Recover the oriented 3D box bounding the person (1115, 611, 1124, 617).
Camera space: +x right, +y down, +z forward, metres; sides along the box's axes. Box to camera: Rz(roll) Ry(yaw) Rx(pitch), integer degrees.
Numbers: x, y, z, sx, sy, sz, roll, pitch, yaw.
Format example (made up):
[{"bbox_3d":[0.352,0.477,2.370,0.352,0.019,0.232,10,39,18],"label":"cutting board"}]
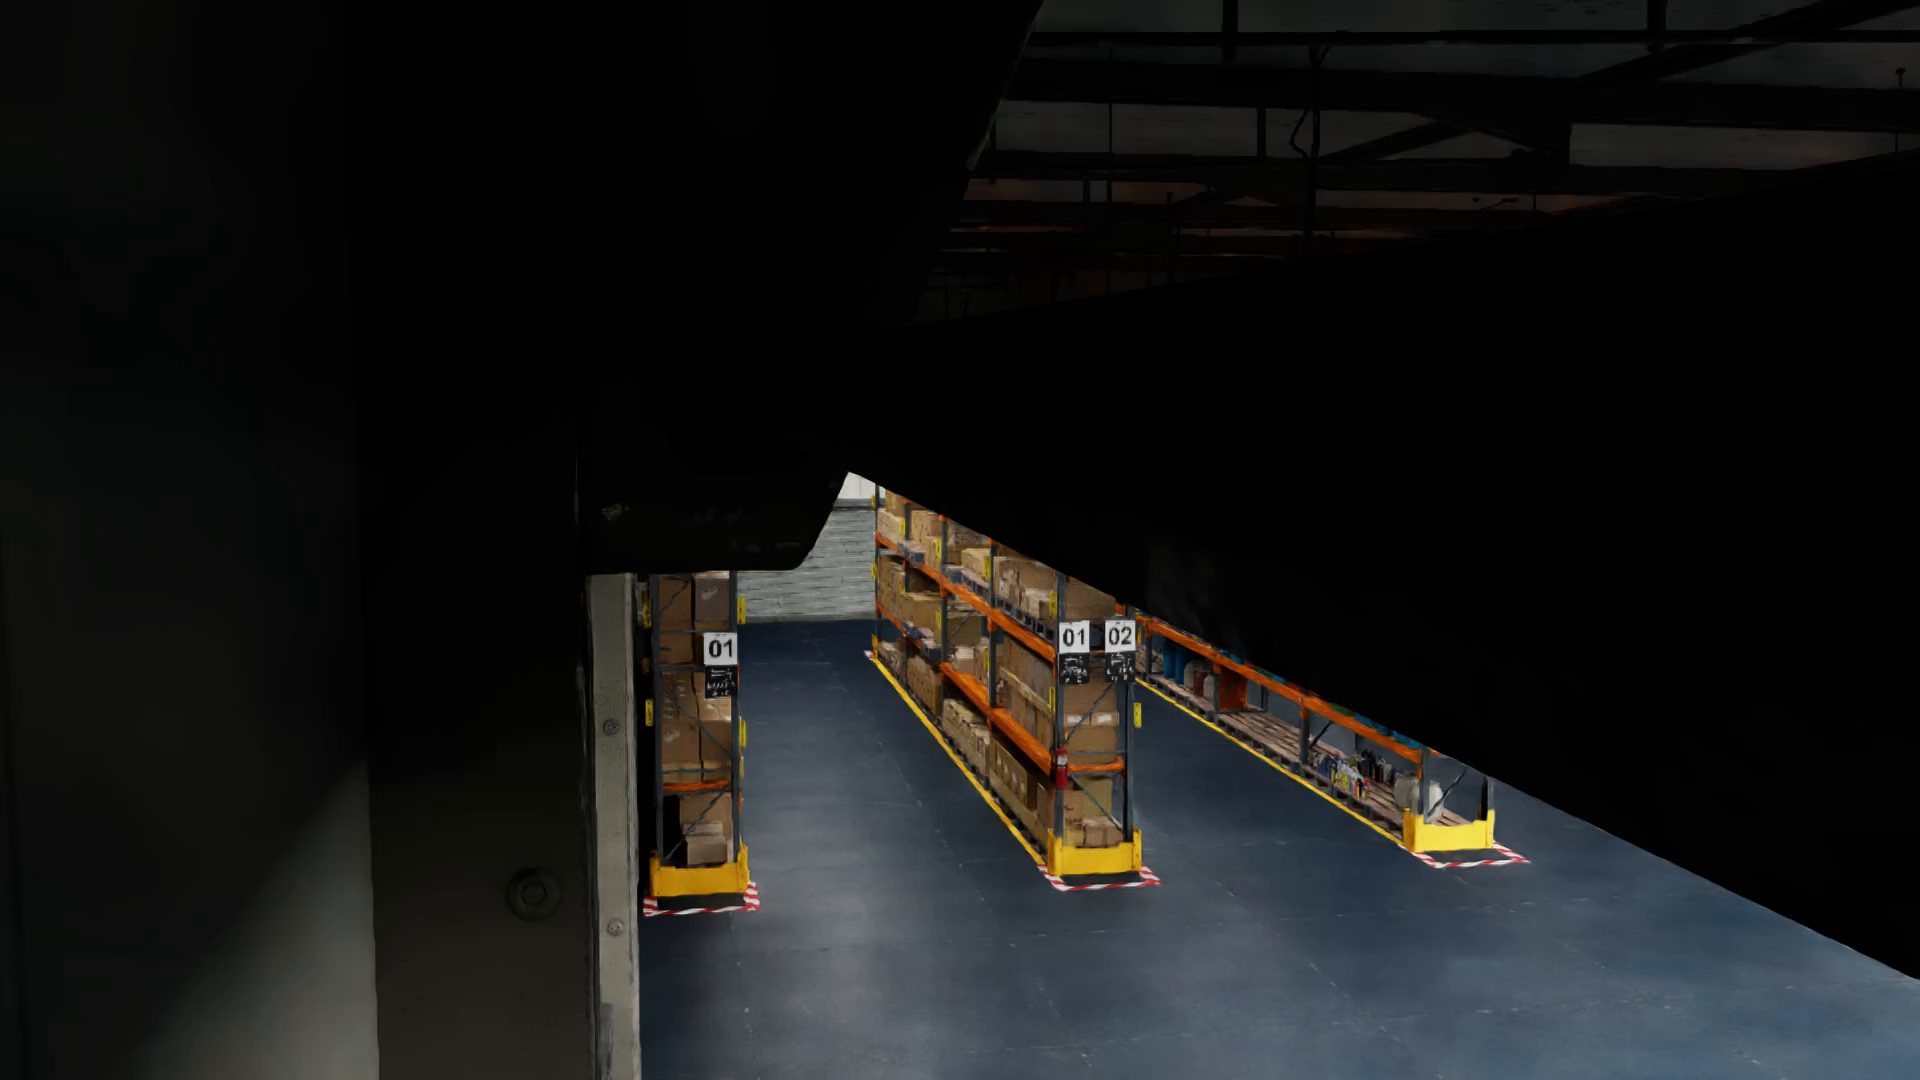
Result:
[{"bbox_3d":[3.387,1.668,36.385,0.615,1.733,0.978,1,6,10],"label":"person"}]
